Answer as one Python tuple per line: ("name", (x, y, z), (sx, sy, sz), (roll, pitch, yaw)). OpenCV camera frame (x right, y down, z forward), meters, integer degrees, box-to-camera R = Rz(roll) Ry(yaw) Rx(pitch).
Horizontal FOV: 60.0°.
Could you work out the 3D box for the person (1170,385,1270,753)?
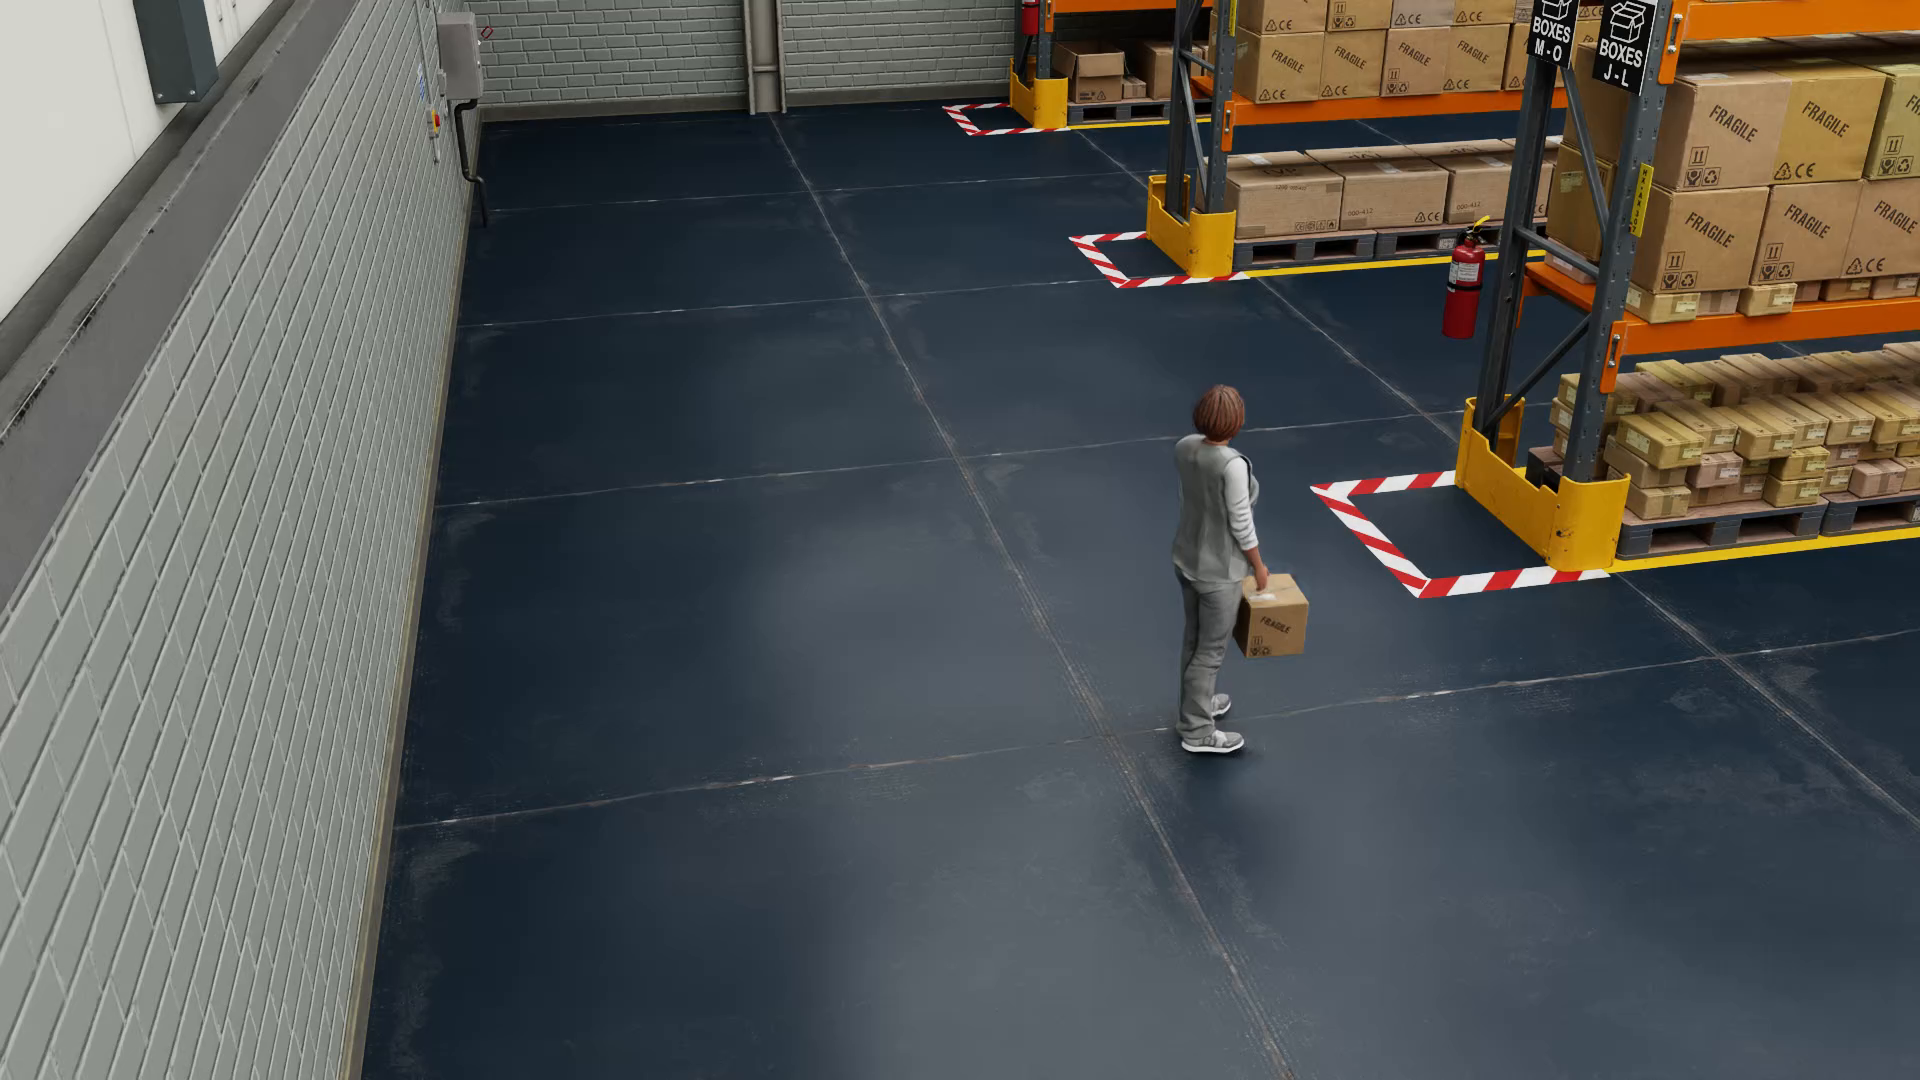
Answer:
("person", (1.067, 0.111, 6.897), (0.419, 1.605, 0.438), (-13, 30, -24))
